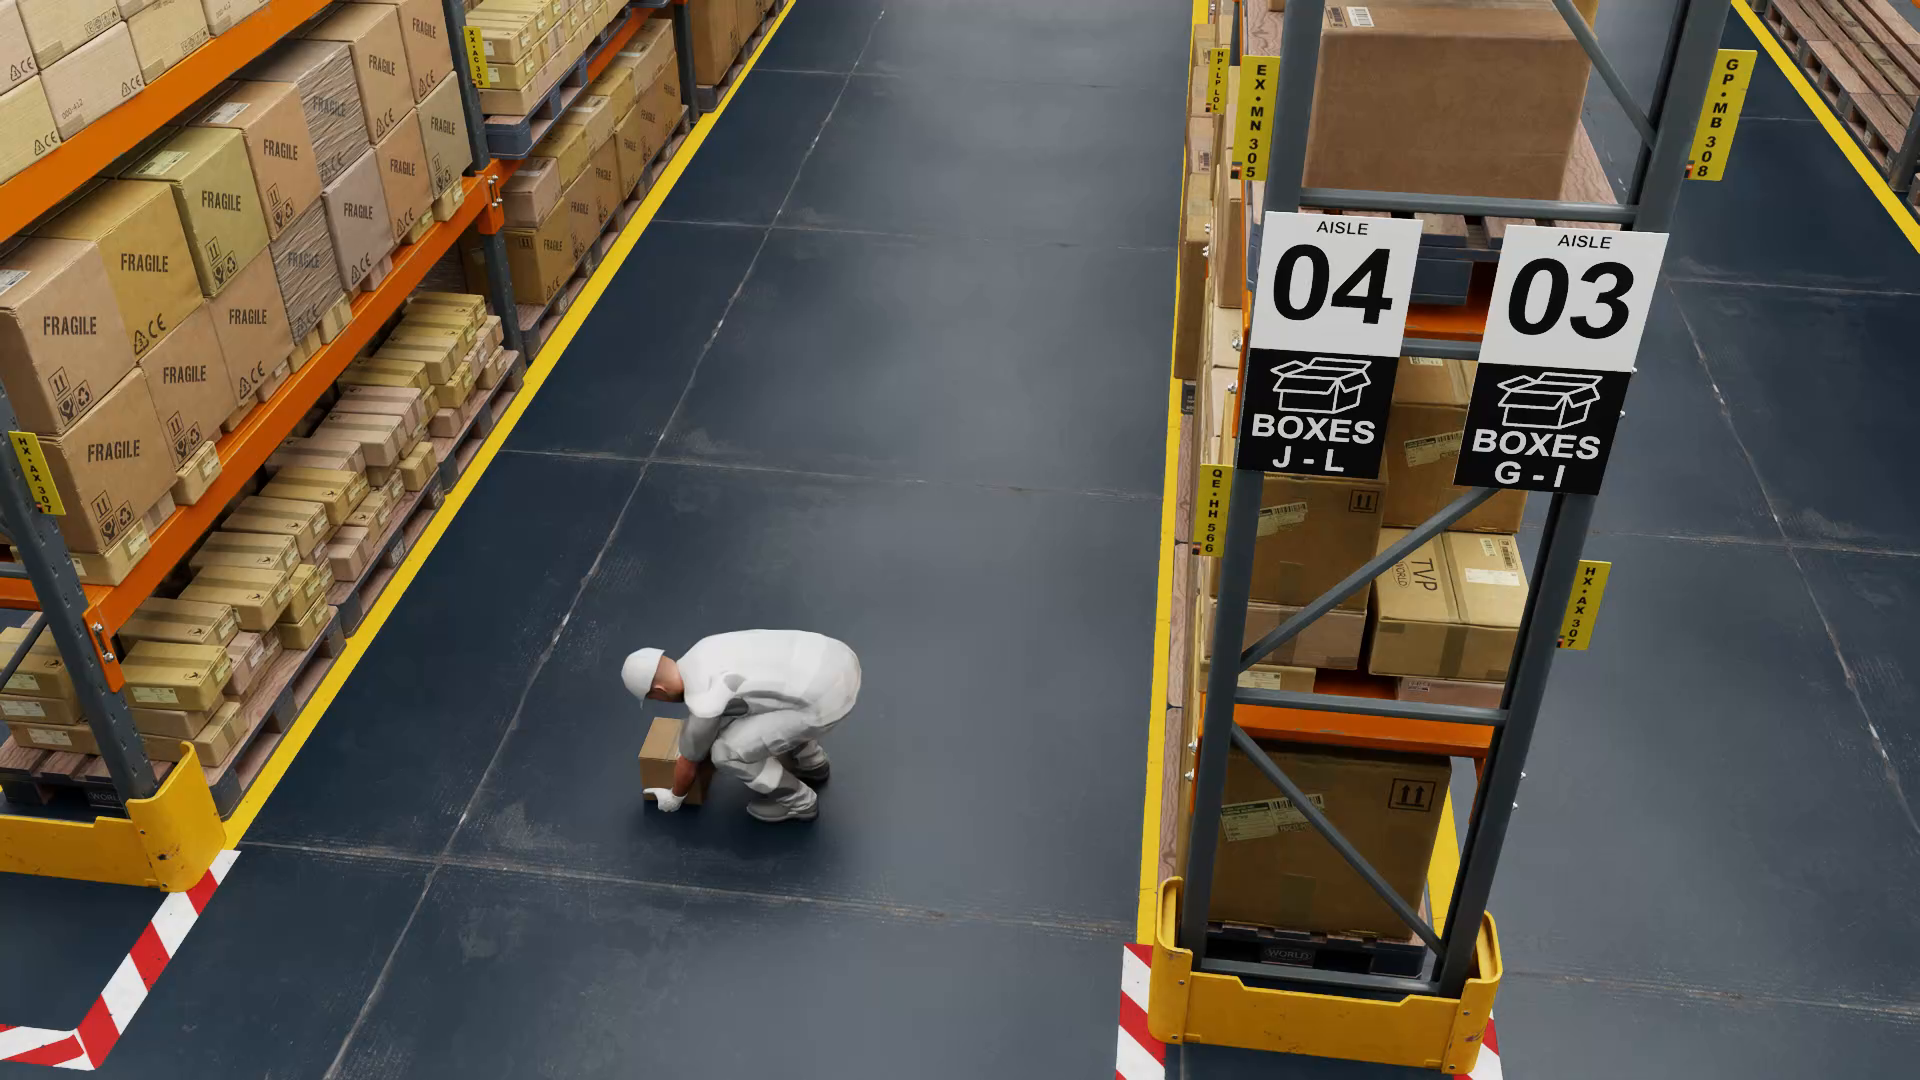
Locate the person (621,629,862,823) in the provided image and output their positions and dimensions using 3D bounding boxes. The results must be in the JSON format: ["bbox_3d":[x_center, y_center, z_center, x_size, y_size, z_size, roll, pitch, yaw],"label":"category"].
[{"bbox_3d":[-0.884,0.747,6.848,0.966,0.830,0.527,3,36,5],"label":"person"}]
